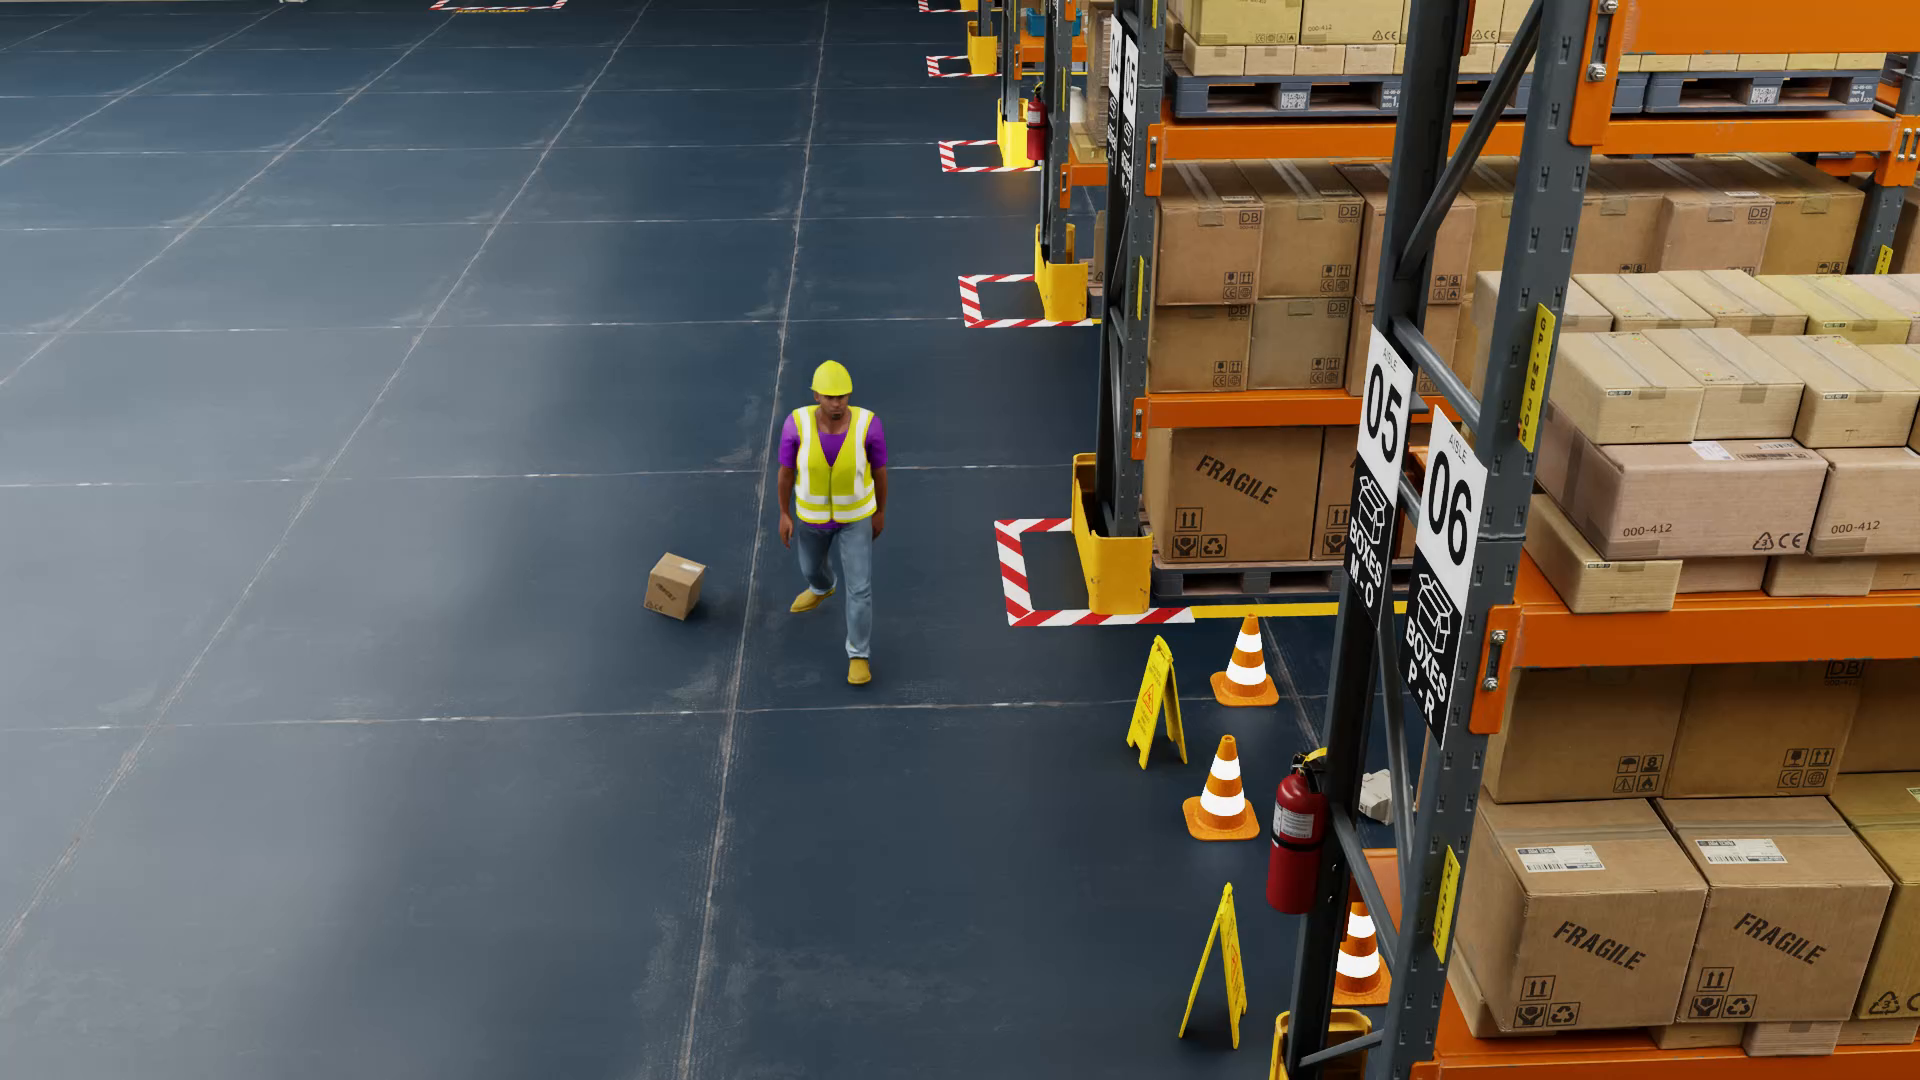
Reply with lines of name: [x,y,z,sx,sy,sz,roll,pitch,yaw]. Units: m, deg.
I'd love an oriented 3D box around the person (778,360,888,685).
person: [-0.683,-0.168,8.915,0.603,1.753,0.920,2,27,3]
